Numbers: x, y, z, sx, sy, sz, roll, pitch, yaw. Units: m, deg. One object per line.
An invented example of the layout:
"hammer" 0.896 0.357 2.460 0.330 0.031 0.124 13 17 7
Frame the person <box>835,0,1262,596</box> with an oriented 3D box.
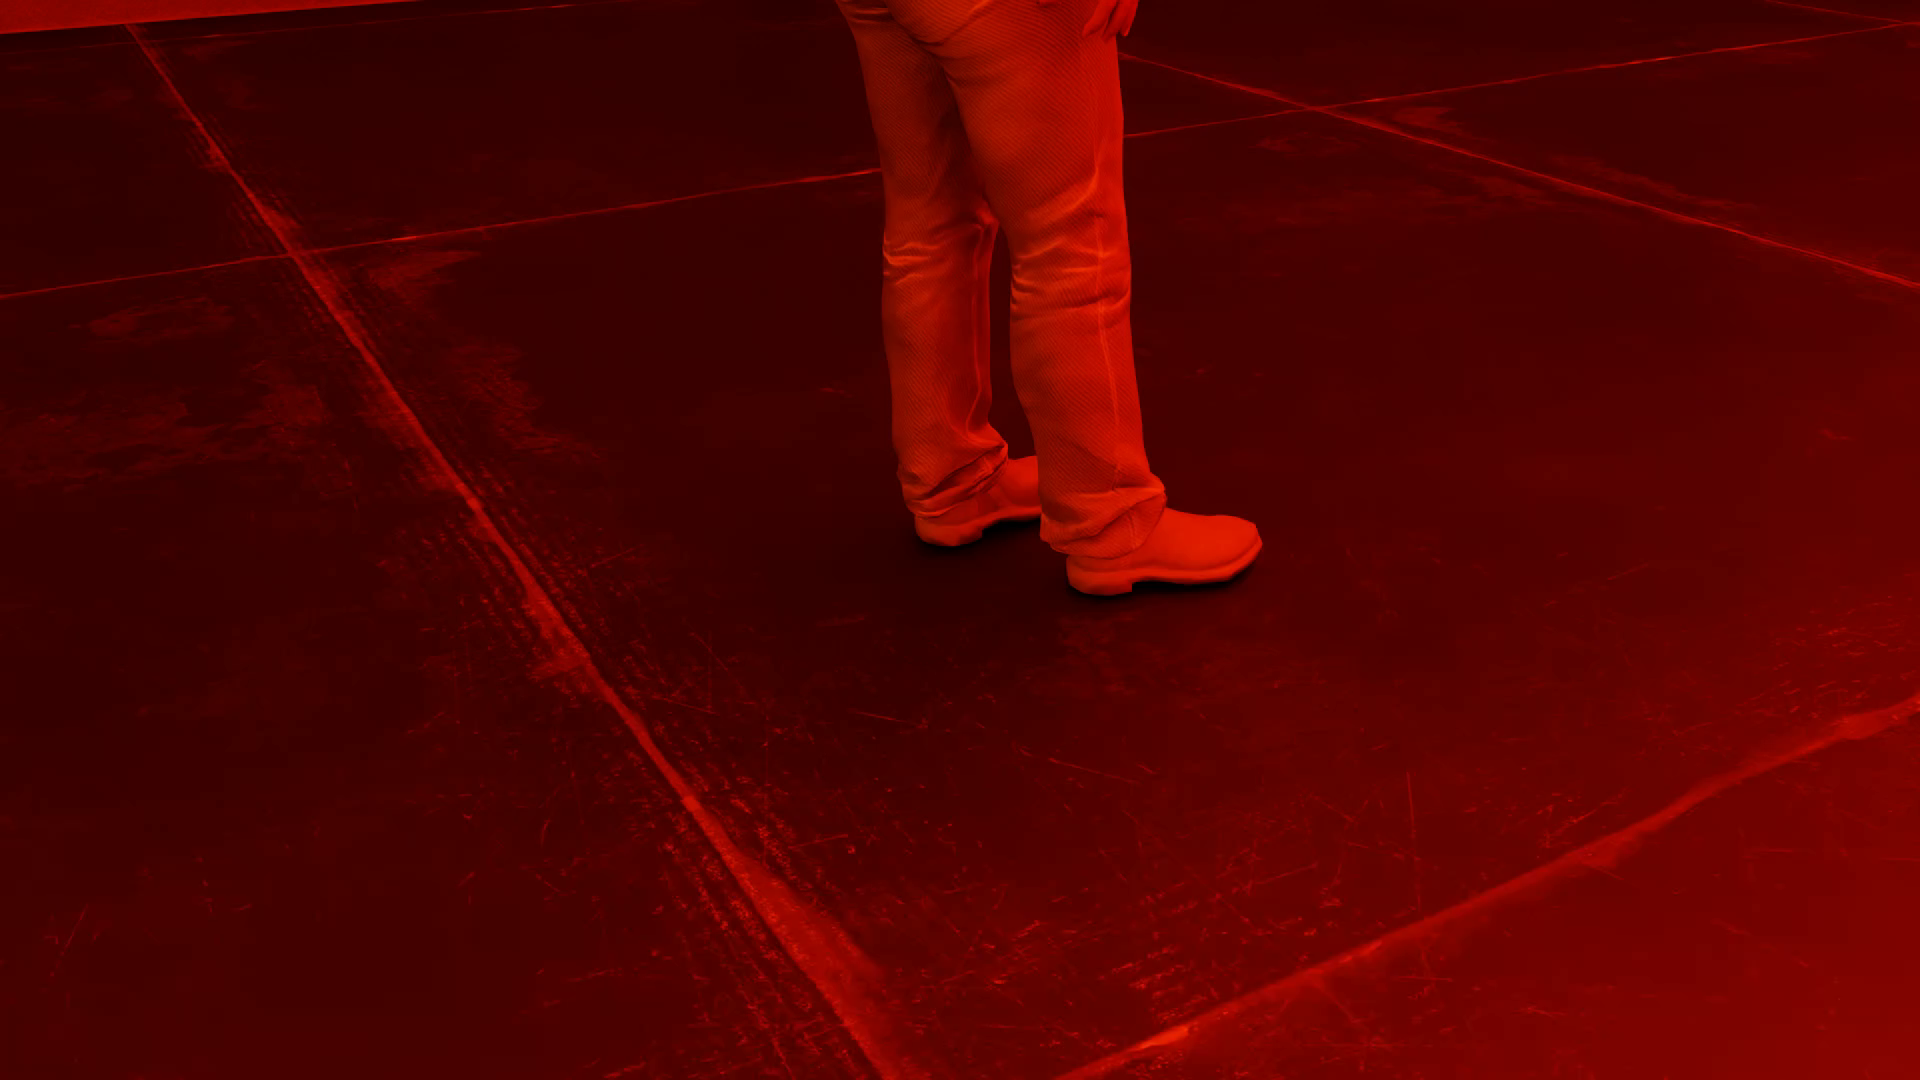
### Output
"person" 0.058 -0.808 2.116 0.568 1.773 0.632 -15 30 -26
